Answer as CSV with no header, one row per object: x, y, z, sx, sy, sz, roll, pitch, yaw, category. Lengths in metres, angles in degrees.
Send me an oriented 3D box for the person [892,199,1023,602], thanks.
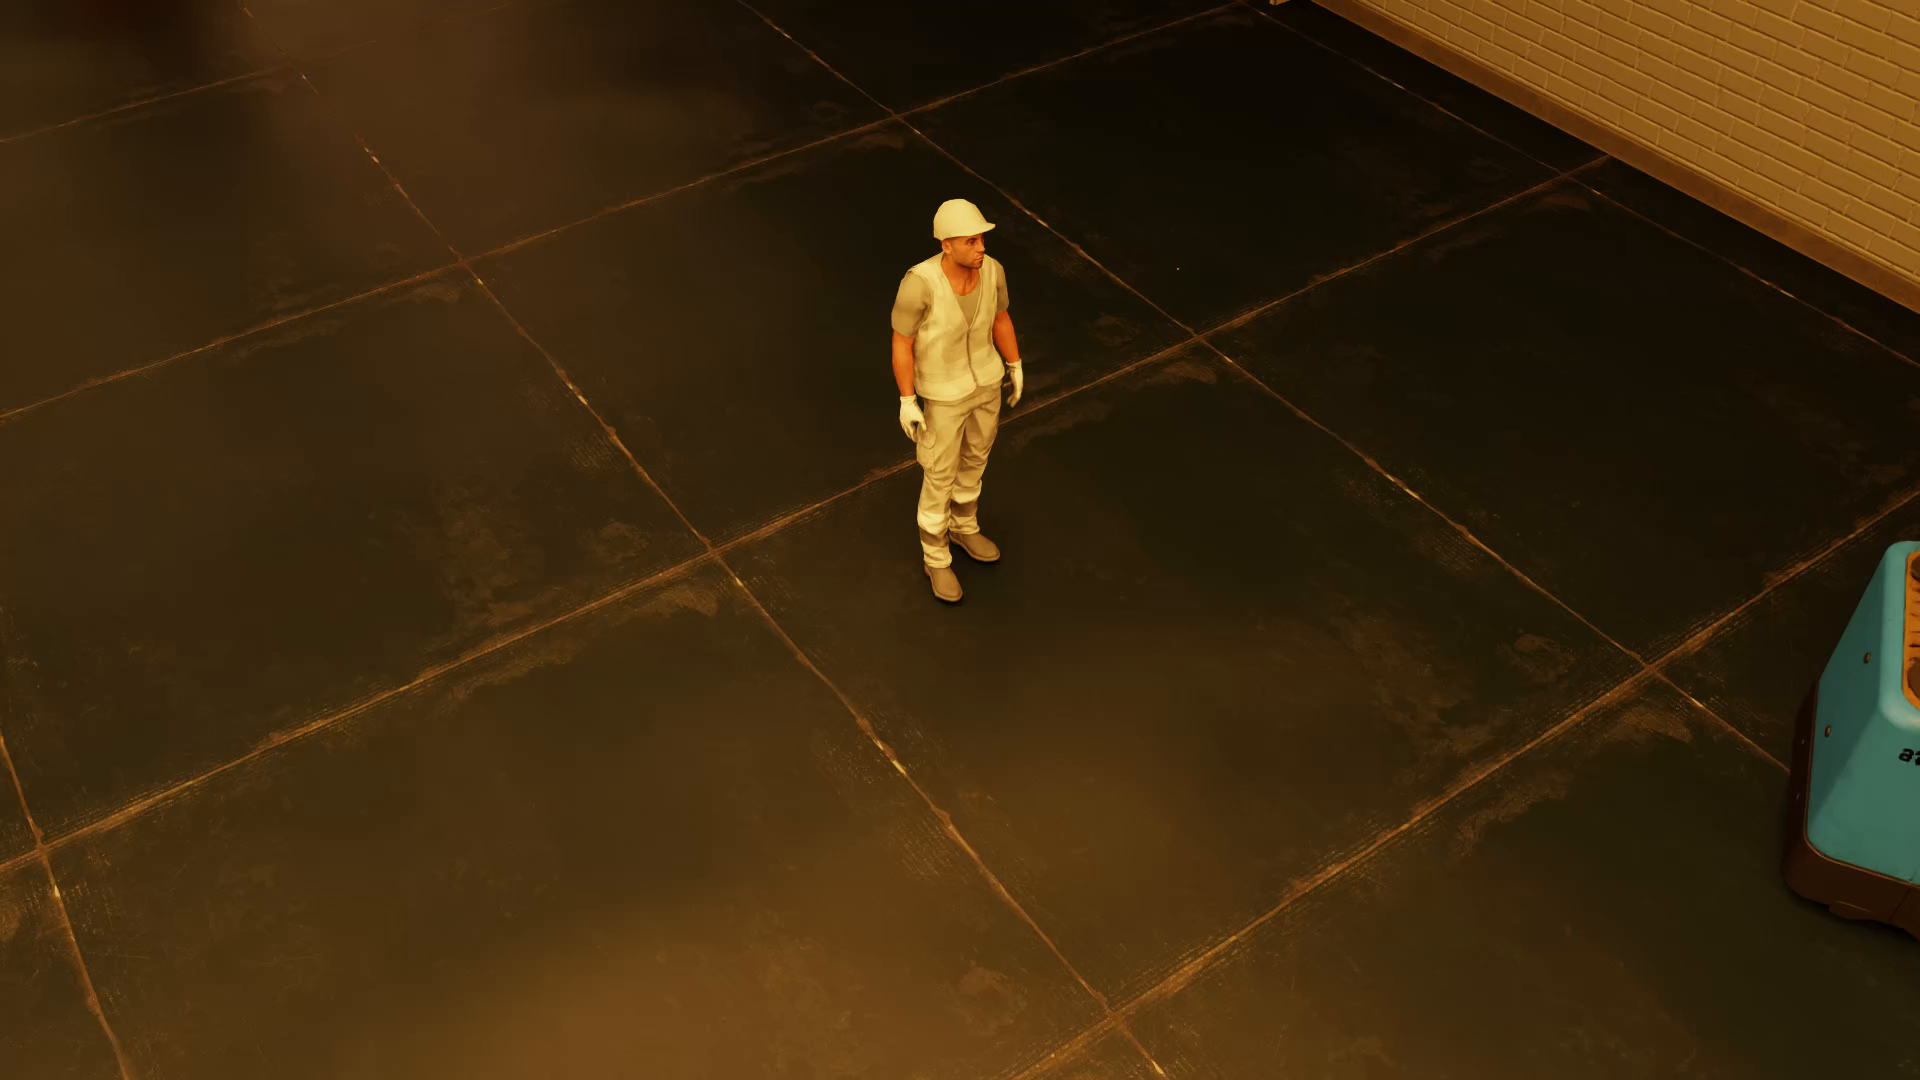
0.036,-0.614,7.213,0.637,1.790,0.562,-25,48,-25,person

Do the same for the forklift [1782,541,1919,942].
4.716,0.397,5.285,3.031,2.935,1.130,17,45,17,forklift
